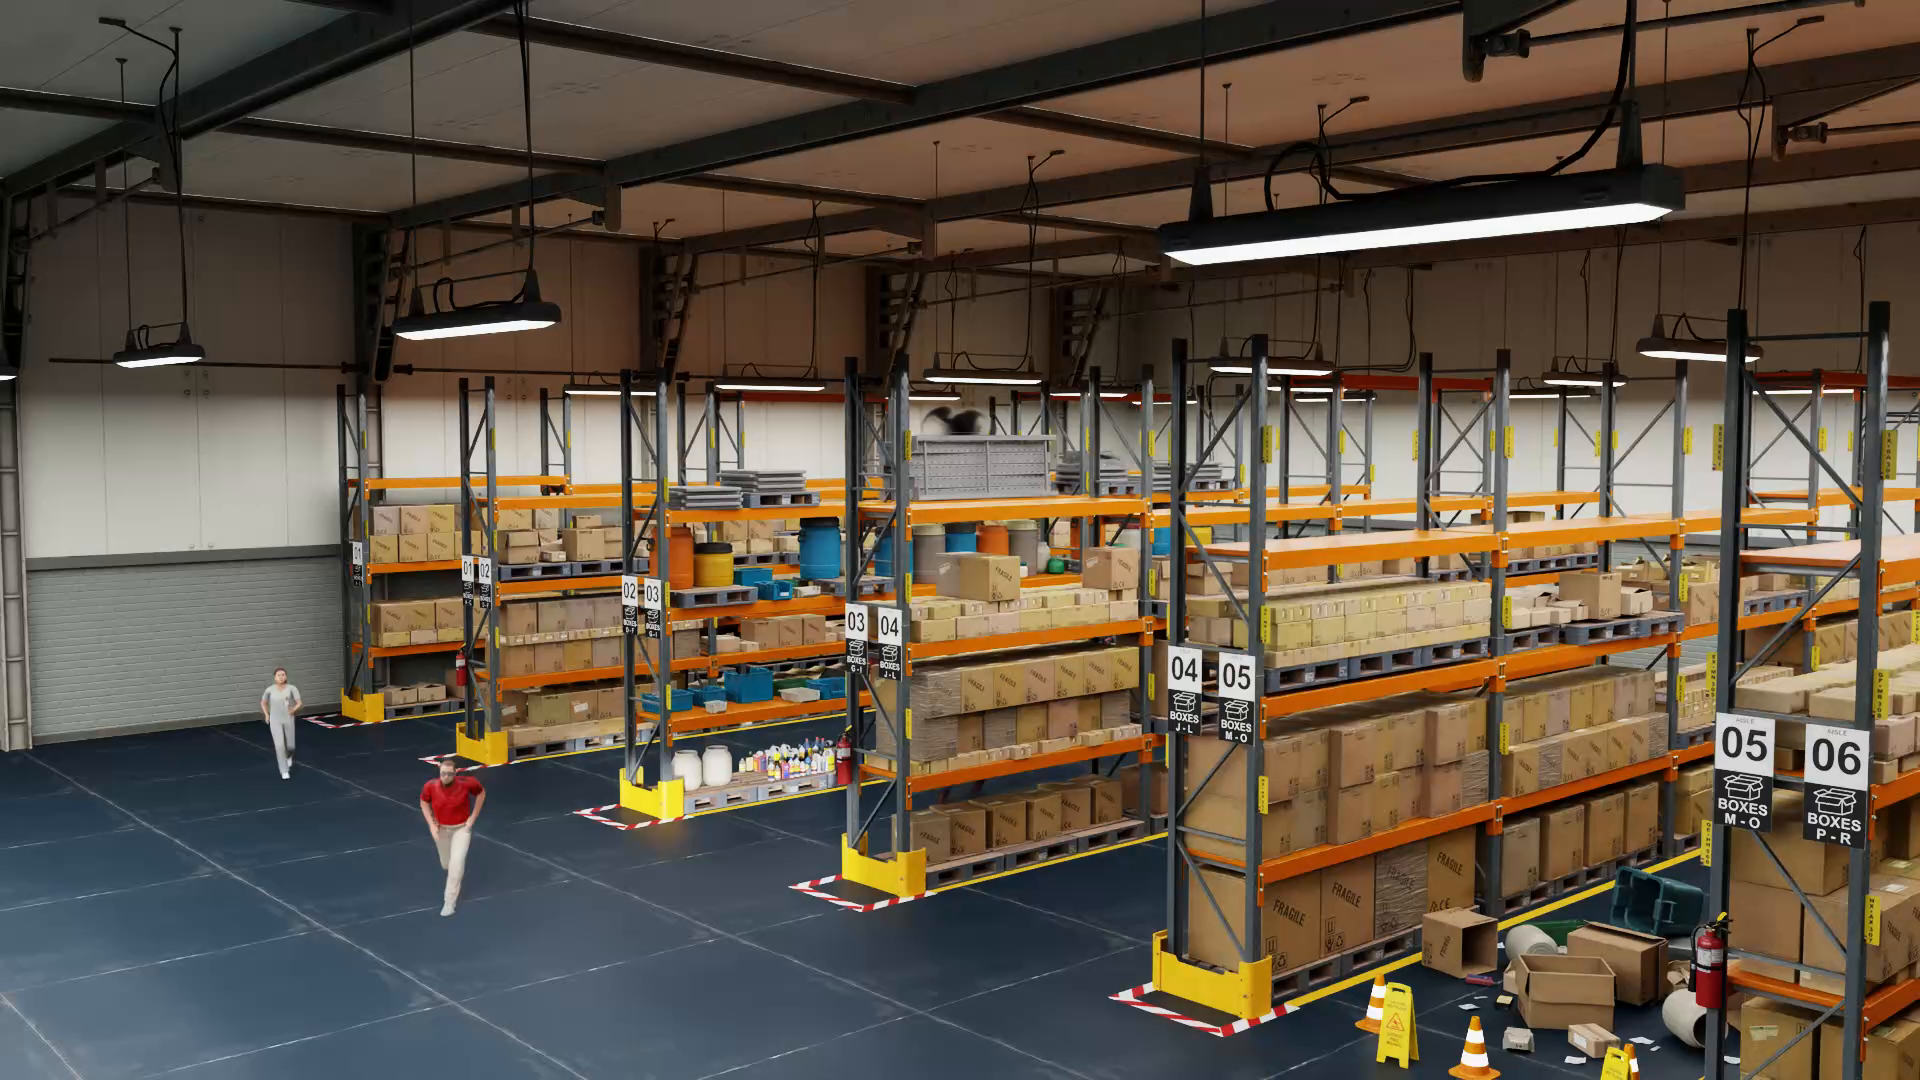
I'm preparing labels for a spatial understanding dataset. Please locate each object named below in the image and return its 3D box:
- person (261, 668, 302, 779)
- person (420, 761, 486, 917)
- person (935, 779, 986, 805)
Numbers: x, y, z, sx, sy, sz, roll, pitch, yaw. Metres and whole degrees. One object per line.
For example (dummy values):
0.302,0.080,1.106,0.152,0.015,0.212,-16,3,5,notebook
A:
-10.129,2.714,24.831,0.564,1.633,0.705,-2,4,-22,person
-5.513,3.175,18.136,0.679,1.692,0.964,-1,4,-13,person
0.020,2.851,23.254,0.604,1.650,0.956,3,5,35,person
